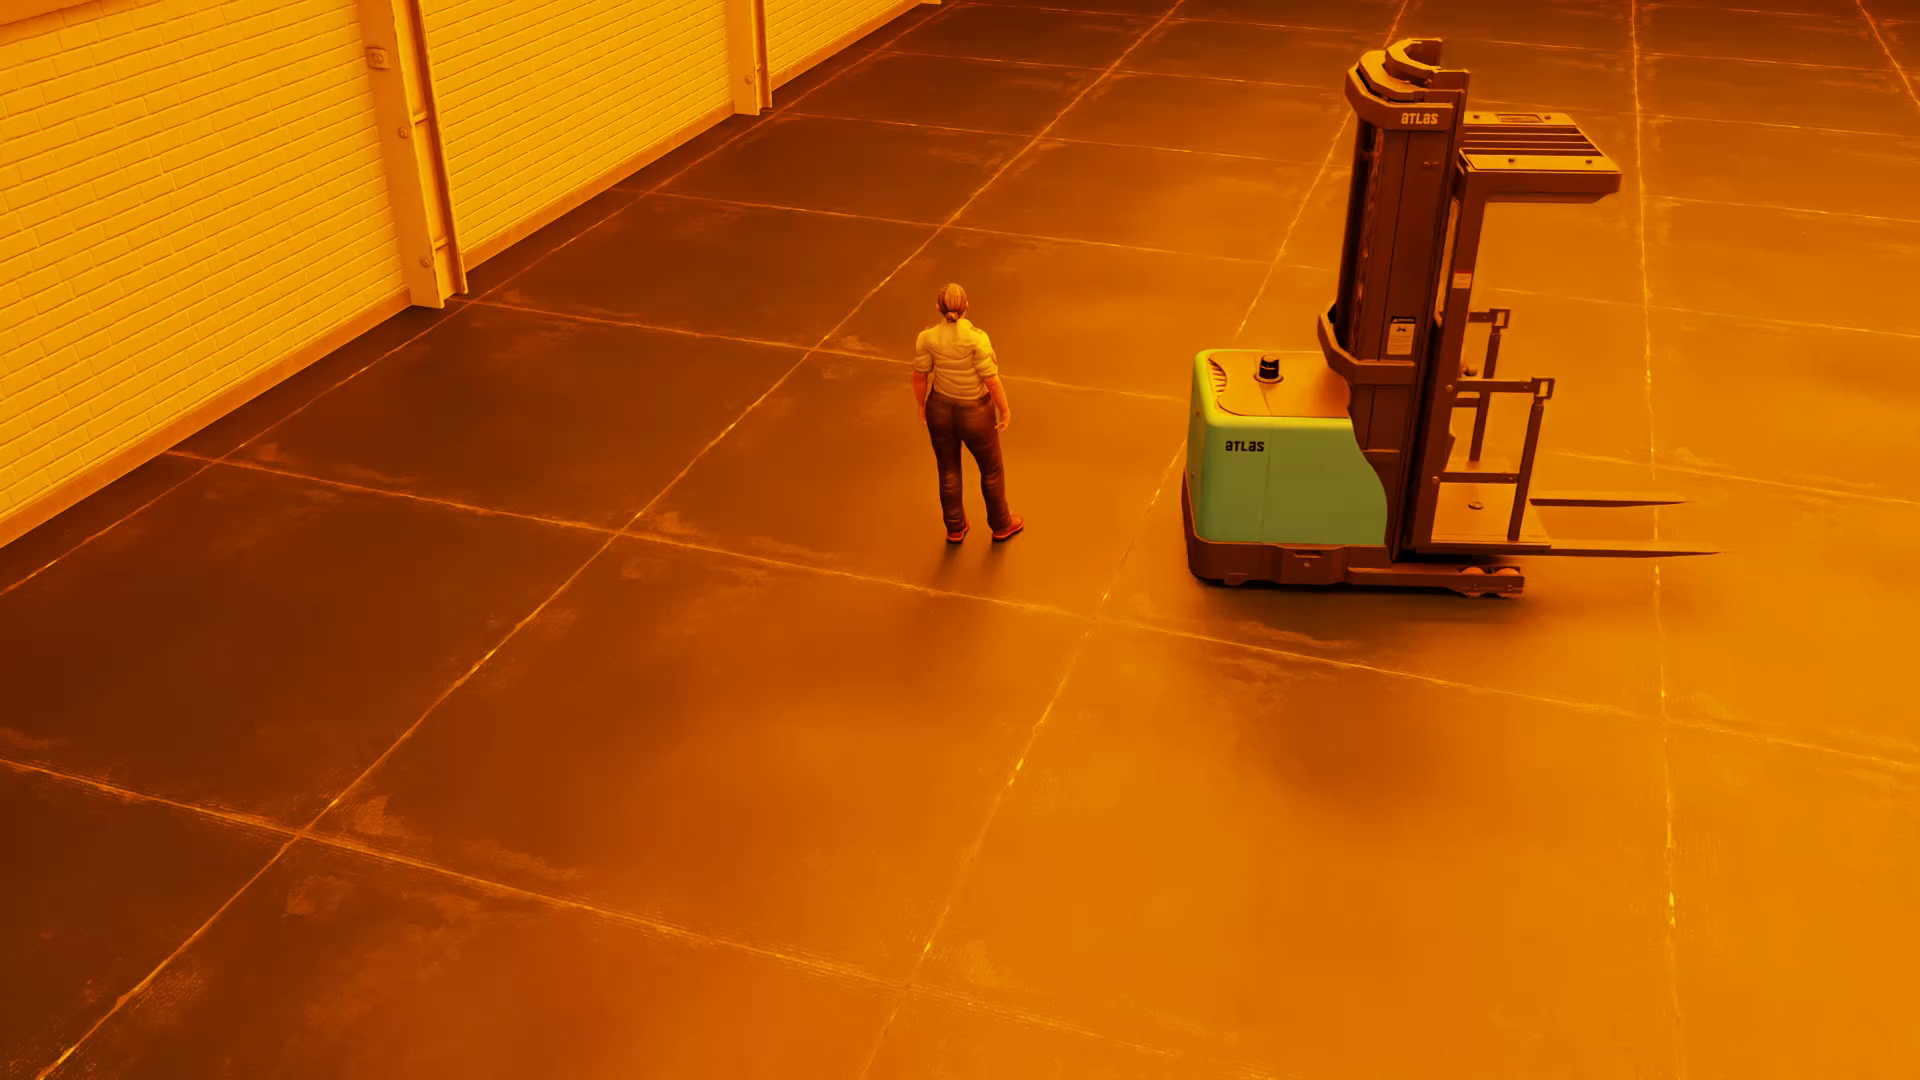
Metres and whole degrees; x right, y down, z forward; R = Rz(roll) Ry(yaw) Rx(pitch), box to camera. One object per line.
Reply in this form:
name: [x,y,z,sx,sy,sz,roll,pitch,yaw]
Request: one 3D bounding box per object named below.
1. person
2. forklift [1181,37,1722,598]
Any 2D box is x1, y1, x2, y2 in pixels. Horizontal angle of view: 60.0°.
person: [0.051,-0.761,9.751,0.598,1.651,0.503,10,31,16]
forklift: [2.874,-1.214,9.266,3.031,2.935,1.130,1,30,2]
